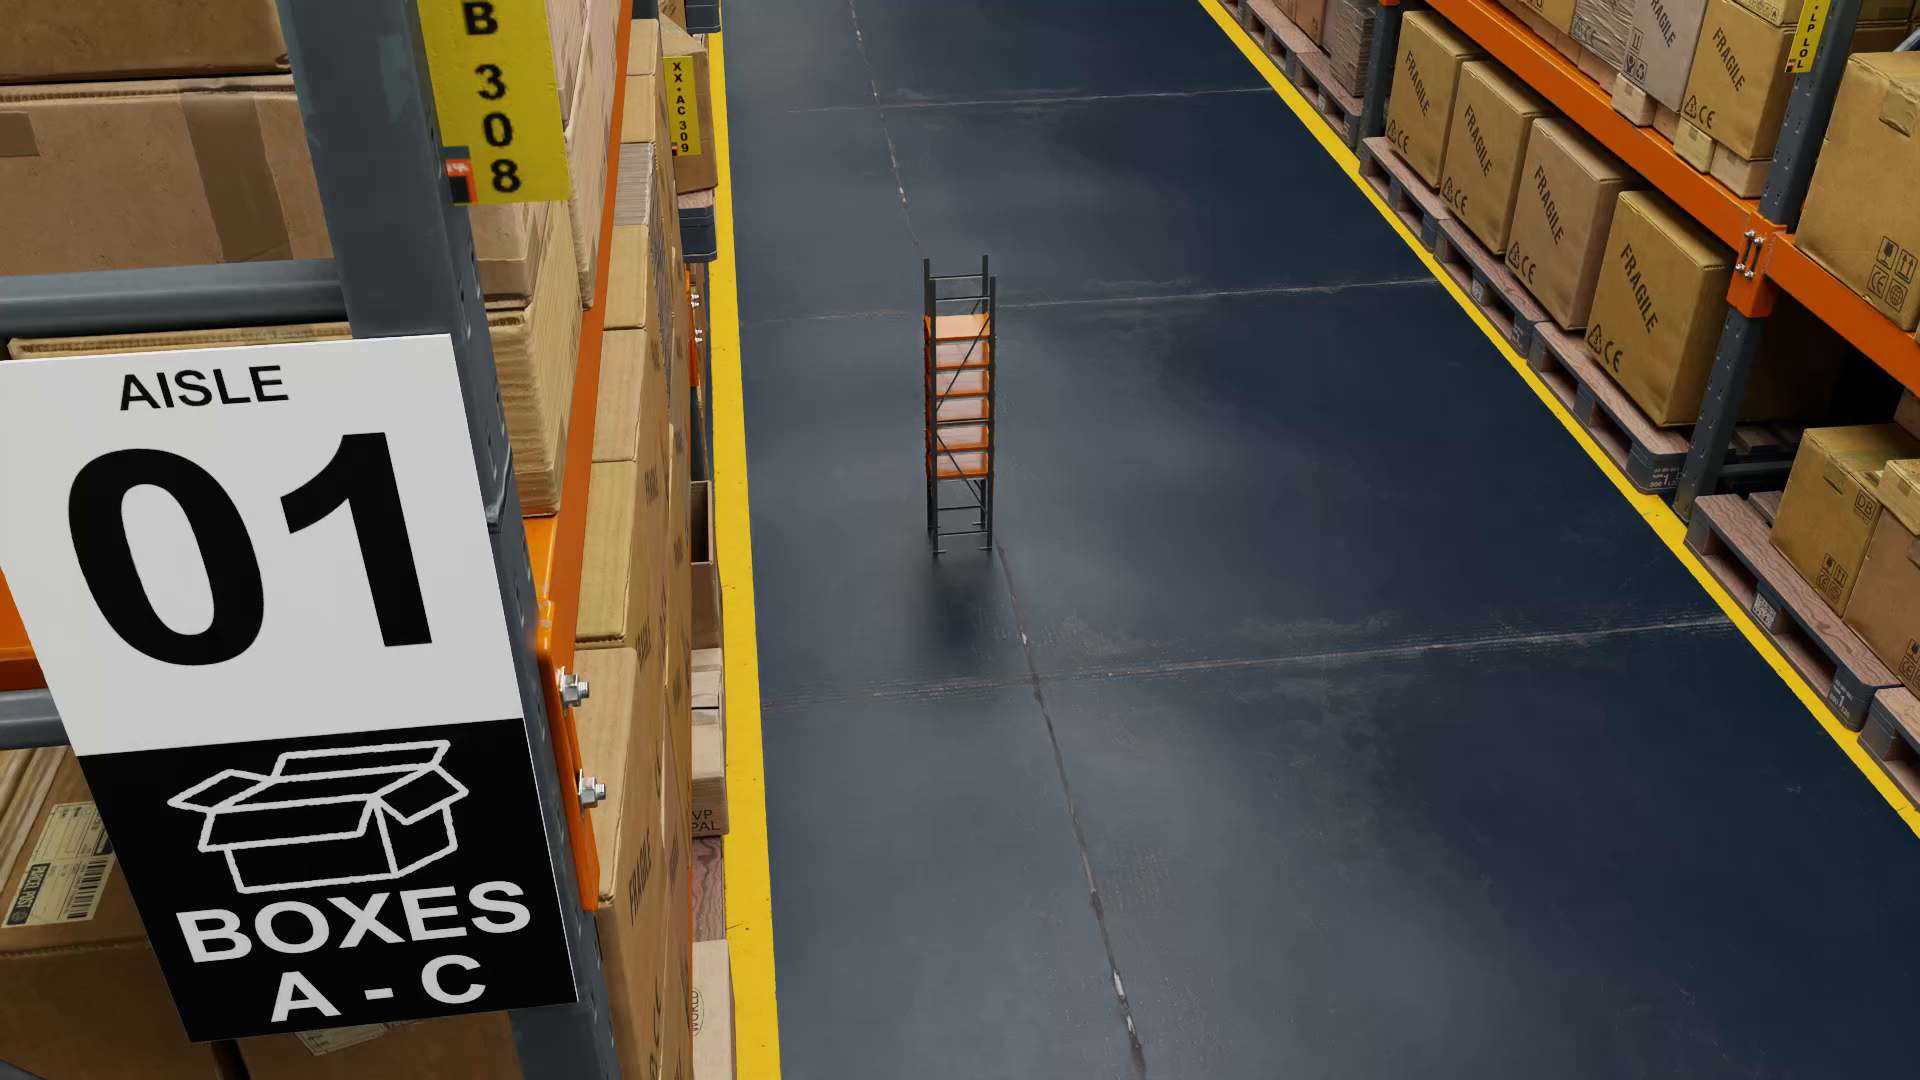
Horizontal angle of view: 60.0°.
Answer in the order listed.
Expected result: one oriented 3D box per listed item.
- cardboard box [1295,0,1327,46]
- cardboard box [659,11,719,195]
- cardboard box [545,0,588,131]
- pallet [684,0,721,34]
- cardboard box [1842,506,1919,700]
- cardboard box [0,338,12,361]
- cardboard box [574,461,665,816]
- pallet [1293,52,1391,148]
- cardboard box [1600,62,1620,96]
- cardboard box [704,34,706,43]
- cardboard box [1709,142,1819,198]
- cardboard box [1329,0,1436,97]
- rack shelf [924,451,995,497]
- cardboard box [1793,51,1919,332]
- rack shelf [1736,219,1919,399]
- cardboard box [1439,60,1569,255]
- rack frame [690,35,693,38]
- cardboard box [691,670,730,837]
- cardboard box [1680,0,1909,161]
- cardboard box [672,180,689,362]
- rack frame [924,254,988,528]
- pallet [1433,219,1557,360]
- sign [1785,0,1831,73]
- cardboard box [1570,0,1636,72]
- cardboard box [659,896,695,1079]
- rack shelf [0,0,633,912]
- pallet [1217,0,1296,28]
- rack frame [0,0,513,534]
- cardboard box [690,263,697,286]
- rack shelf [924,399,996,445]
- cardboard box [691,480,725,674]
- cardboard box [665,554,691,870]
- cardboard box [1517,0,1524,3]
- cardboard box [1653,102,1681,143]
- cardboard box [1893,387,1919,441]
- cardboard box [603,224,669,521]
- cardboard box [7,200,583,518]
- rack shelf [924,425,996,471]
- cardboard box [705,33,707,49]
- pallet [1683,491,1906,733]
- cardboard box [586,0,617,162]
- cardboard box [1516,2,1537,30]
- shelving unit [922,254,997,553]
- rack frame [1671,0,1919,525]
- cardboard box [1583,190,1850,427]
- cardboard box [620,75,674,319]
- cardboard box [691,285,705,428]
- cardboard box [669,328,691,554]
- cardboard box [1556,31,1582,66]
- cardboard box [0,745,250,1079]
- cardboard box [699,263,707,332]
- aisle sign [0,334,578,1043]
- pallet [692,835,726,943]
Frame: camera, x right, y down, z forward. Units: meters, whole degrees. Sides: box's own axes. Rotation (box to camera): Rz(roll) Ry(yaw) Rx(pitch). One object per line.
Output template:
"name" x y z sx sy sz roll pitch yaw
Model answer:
"cardboard box" 2.735 -3.723 11.379 0.700 0.500 0.500 -5 35 -7
"cardboard box" -1.279 -1.492 5.814 0.700 0.500 0.500 -16 37 -22
"cardboard box" -0.771 -0.734 2.189 0.500 0.250 0.500 -4 35 -6
"pallet" -1.815 -2.776 8.330 1.213 0.211 1.003 -4 35 -6
"cardboard box" 3.534 0.192 5.651 0.700 0.500 0.500 -5 35 -7
"cardboard box" -1.230 -0.208 1.861 0.500 0.250 0.500 -4 35 -6
"cardboard box" -0.776 0.223 2.782 0.500 0.500 0.500 -4 34 -6
"pallet" 2.829 -2.889 10.802 1.003 0.211 1.213 -4 35 -6
"cardboard box" 3.036 -2.016 7.250 0.380 0.149 0.250 -4 35 -6
"cardboard box" -1.900 -3.389 10.630 0.500 0.311 0.500 -5 35 -8
"cardboard box" 3.145 -1.445 6.412 0.380 0.149 0.250 -4 34 -6
"cardboard box" 2.784 -3.152 10.540 0.700 0.500 0.500 -4 34 -6
"rack shelf" -0.002 -0.269 6.584 0.258 0.103 0.180 -4 35 -6
"cardboard box" 3.528 -1.193 5.571 0.980 0.700 0.700 -4 34 -6
"rack shelf" 3.740 0.040 4.666 1.077 0.370 4.000 -4 35 -6
"cardboard box" 3.013 -1.981 8.529 0.750 0.750 0.750 -5 35 -7
"rack frame" -1.975 -3.228 8.823 1.000 3.000 0.127 -4 35 -6
"cardboard box" -0.979 0.648 5.132 0.500 0.311 0.500 -4 35 -6
"cardboard box" 3.159 -1.784 6.334 0.500 0.500 0.500 -5 35 -7
"cardboard box" -1.116 -0.778 5.139 0.500 0.500 0.500 -4 34 -6
"rack frame" -0.014 -0.555 6.499 0.240 1.200 0.006 -4 35 -6
"pallet" 3.125 -1.328 8.511 1.003 0.211 1.213 -4 35 -6
"sign" 2.934 -1.772 5.729 0.100 0.325 0.005 -4 35 -6
"cardboard box" 3.021 -2.349 7.163 0.500 0.500 0.500 -4 35 -6
"cardboard box" -0.698 0.927 2.637 0.500 0.500 0.500 -4 34 -5
"rack shelf" -1.168 -0.822 3.268 1.077 0.370 4.000 -4 35 -6
"pallet" 2.501 -4.251 12.800 1.003 0.211 1.213 -4 35 -6
"rack frame" -0.899 -1.243 0.583 1.000 3.000 0.127 -4 35 -6
"cardboard box" -1.395 -1.301 7.159 0.500 0.250 0.500 -4 35 -6
"rack shelf" -0.002 -0.467 6.449 0.258 0.103 0.180 -4 35 -6
"cardboard box" -1.080 0.152 5.693 0.500 0.500 0.500 -4 35 -6
"cardboard box" -0.837 0.360 3.470 0.500 0.500 0.500 -4 35 -7
"cardboard box" 2.871 -2.917 7.997 0.500 0.500 0.500 -5 35 -7
"cardboard box" 3.097 -1.732 6.833 0.380 0.149 0.250 -3 34 -5
"cardboard box" 3.647 -0.453 6.021 0.380 0.149 0.250 -5 35 -7
"cardboard box" -0.907 -0.340 3.608 0.500 0.500 0.500 -5 35 -7
"cardboard box" -0.717 -0.247 1.919 0.500 0.250 0.500 -4 35 -6
"rack shelf" -0.002 -0.368 6.517 0.258 0.103 0.180 -4 35 -6
"cardboard box" -1.968 -3.436 11.197 0.500 0.250 0.500 -4 34 -5
"pallet" 3.496 0.209 6.255 1.003 0.211 1.213 -4 35 -6
"cardboard box" -0.840 -0.806 2.739 0.500 0.250 0.500 -4 35 -6
"cardboard box" 2.948 -2.593 8.096 0.380 0.149 0.250 -4 34 -6
"shelving unit" -0.002 -0.504 6.424 0.258 1.200 0.189 -4 35 -6
"rack frame" 3.471 -1.373 6.101 1.000 3.000 0.127 -4 35 -6
"cardboard box" 3.255 -1.011 7.106 0.750 0.750 0.750 -4 34 -6
"cardboard box" -1.041 -0.902 4.433 0.500 0.500 0.500 -5 35 -7
"cardboard box" -1.344 -0.730 6.986 0.500 0.500 0.500 -4 34 -6
"cardboard box" -0.974 -0.204 4.296 0.500 0.500 0.500 -4 34 -5
"cardboard box" 2.993 -2.306 7.676 0.380 0.149 0.250 -3 34 -5
"cardboard box" -1.232 0.554 2.296 0.500 0.500 0.500 -5 35 -7
"cardboard box" -1.471 -1.291 7.811 0.500 0.500 0.500 -6 35 -8
"aisle sign" -0.599 0.178 1.517 0.394 0.787 0.004 -4 35 -6
"pallet" -1.179 1.222 4.769 1.003 0.211 1.213 -4 35 -6
